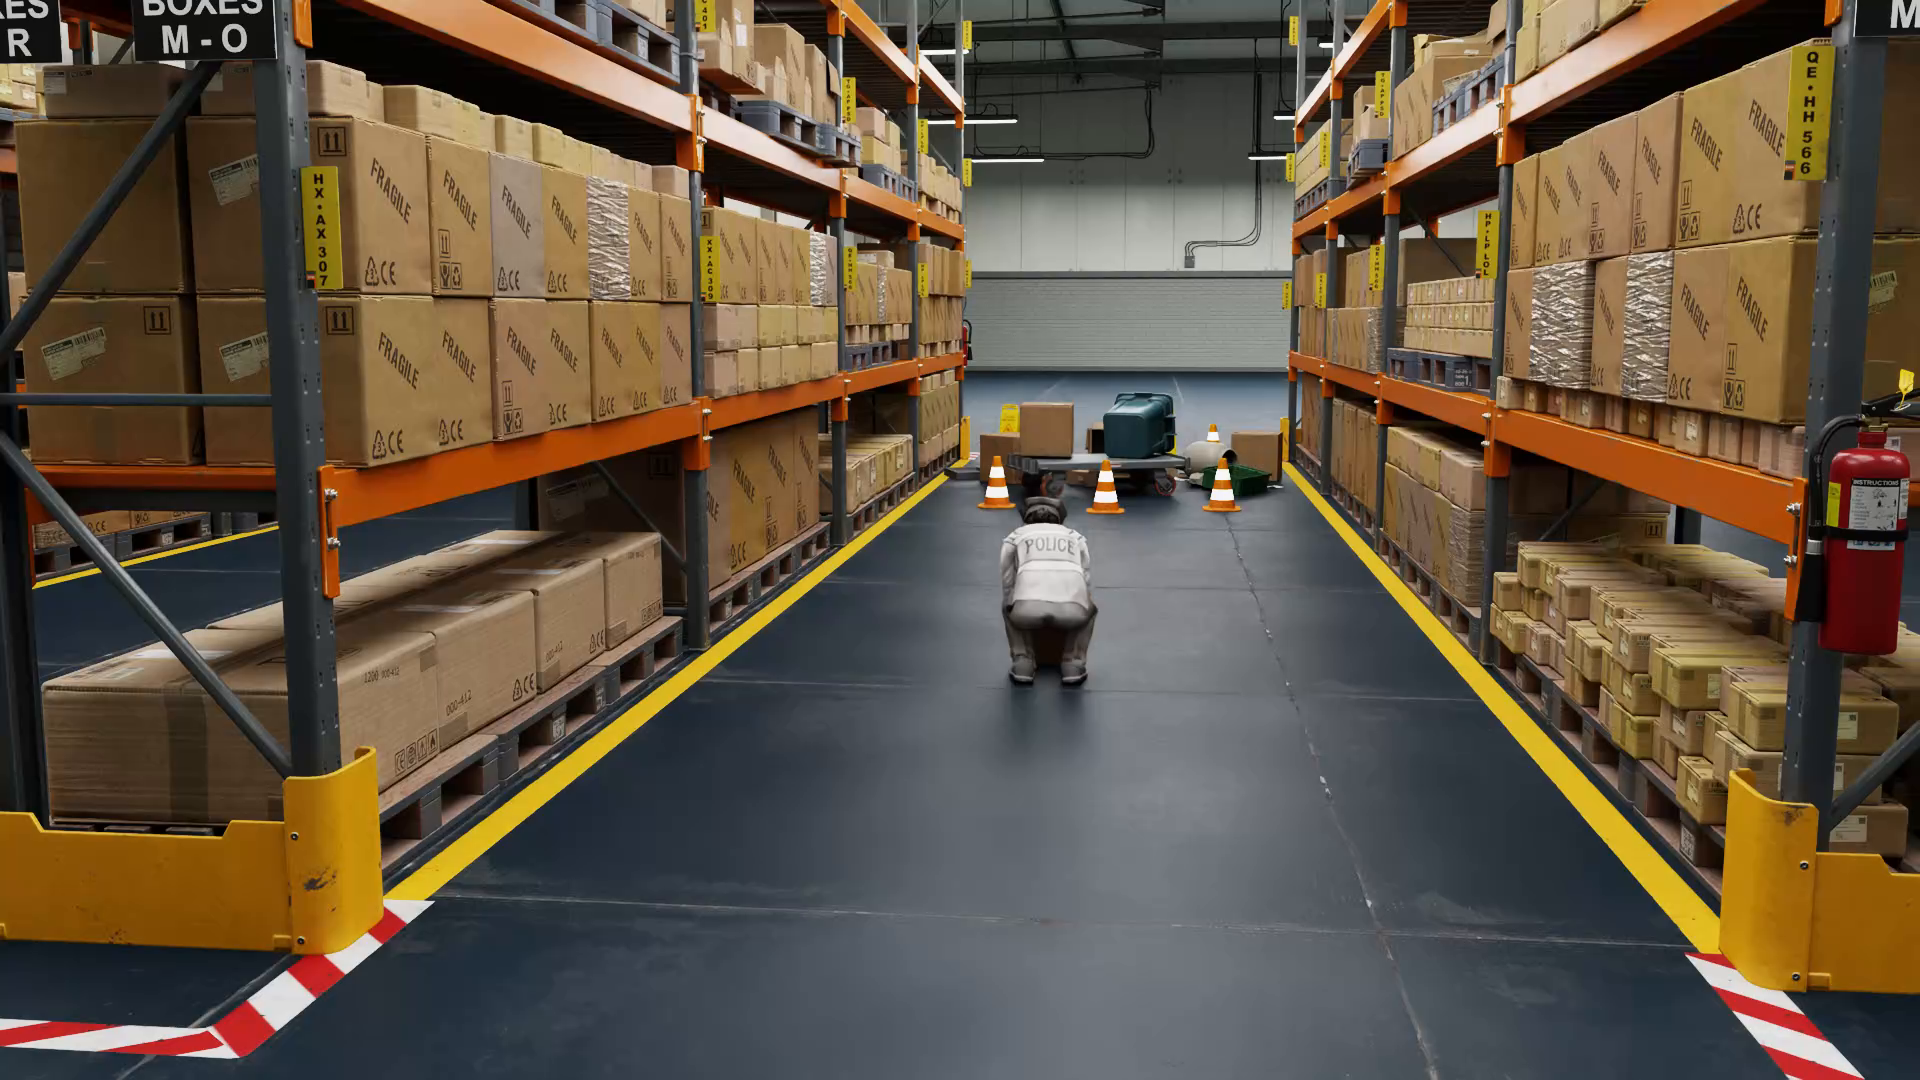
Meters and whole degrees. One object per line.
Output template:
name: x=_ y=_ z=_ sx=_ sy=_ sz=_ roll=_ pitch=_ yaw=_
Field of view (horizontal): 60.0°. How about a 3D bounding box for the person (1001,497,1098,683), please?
person: x=0.433 y=0.239 z=8.130 sx=0.481 sy=0.853 sz=0.851 roll=1 pitch=8 yaw=6
